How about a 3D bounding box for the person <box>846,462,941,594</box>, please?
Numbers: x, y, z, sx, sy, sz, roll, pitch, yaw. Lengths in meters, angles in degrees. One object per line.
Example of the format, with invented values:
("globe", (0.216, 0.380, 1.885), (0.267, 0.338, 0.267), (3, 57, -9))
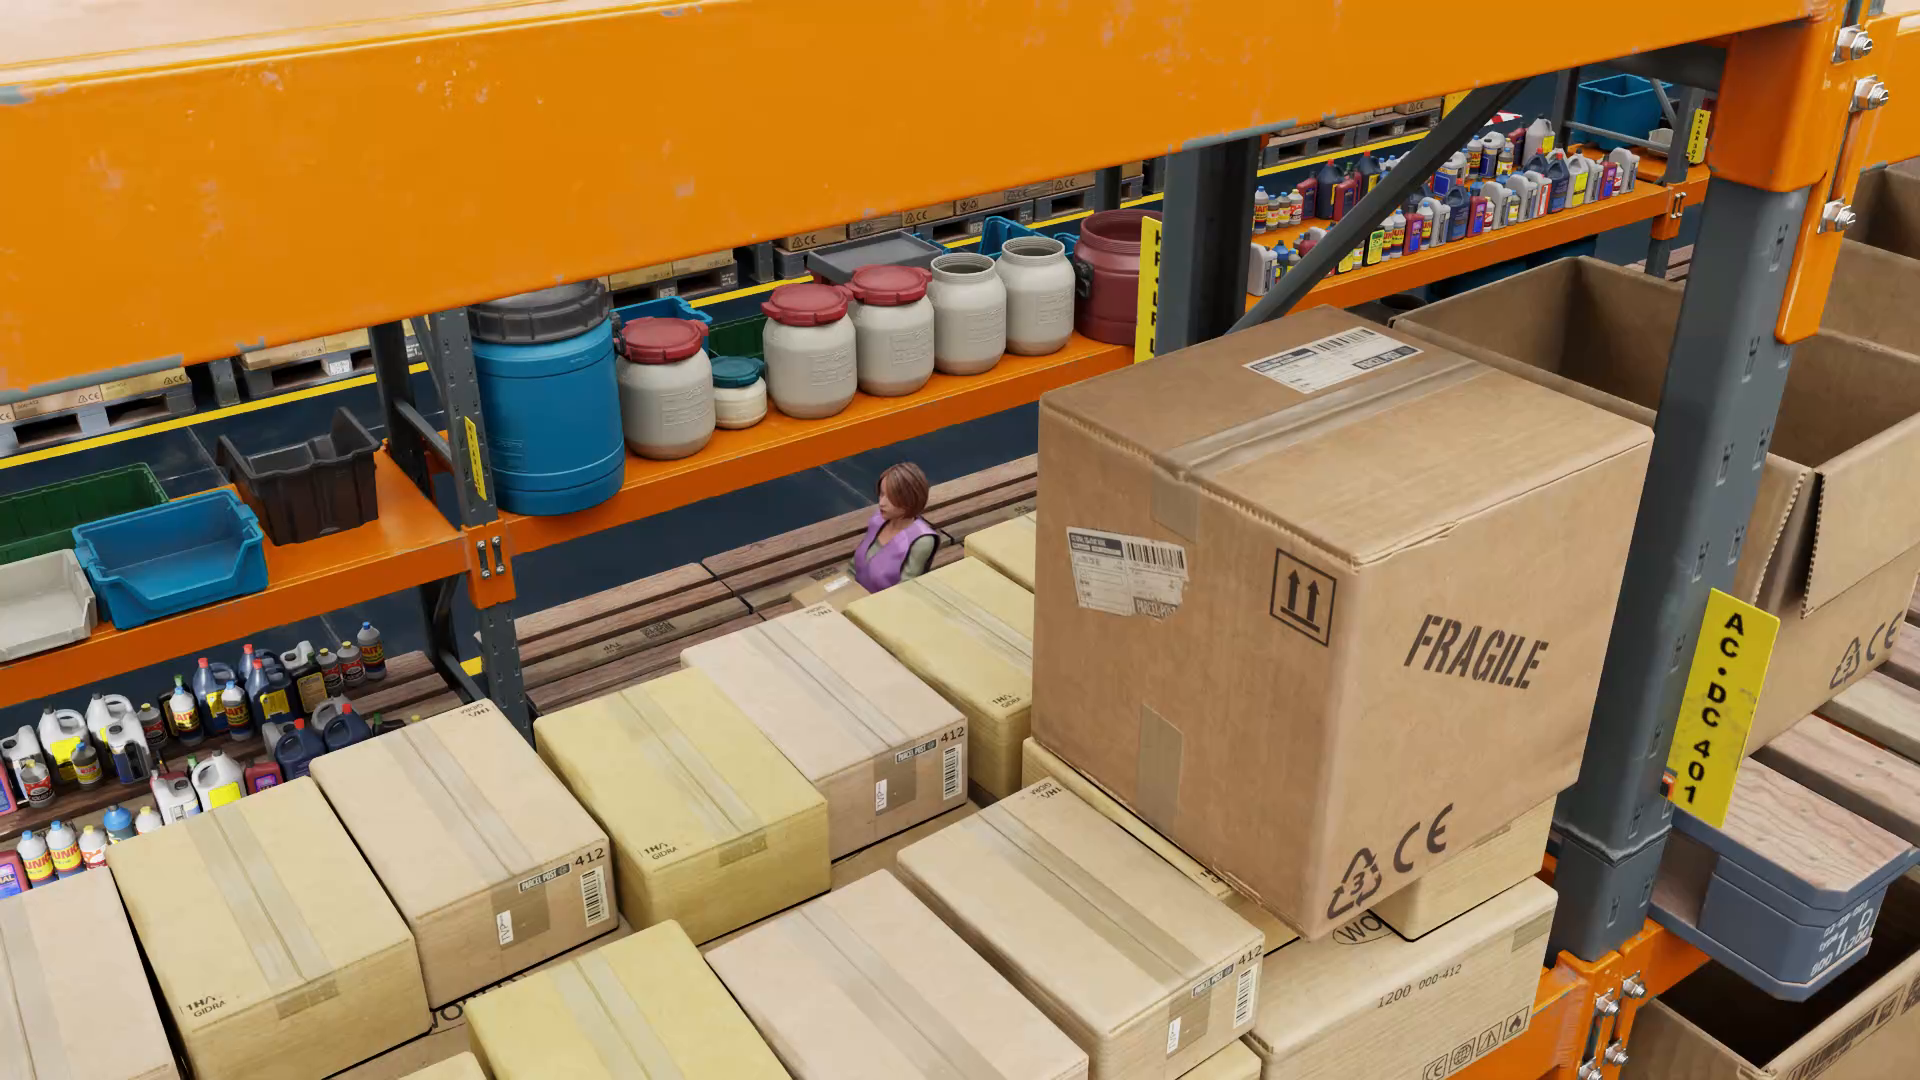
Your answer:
("person", (-0.346, 0.428, 6.870), (0.490, 1.591, 0.404), (-18, 34, -29))
